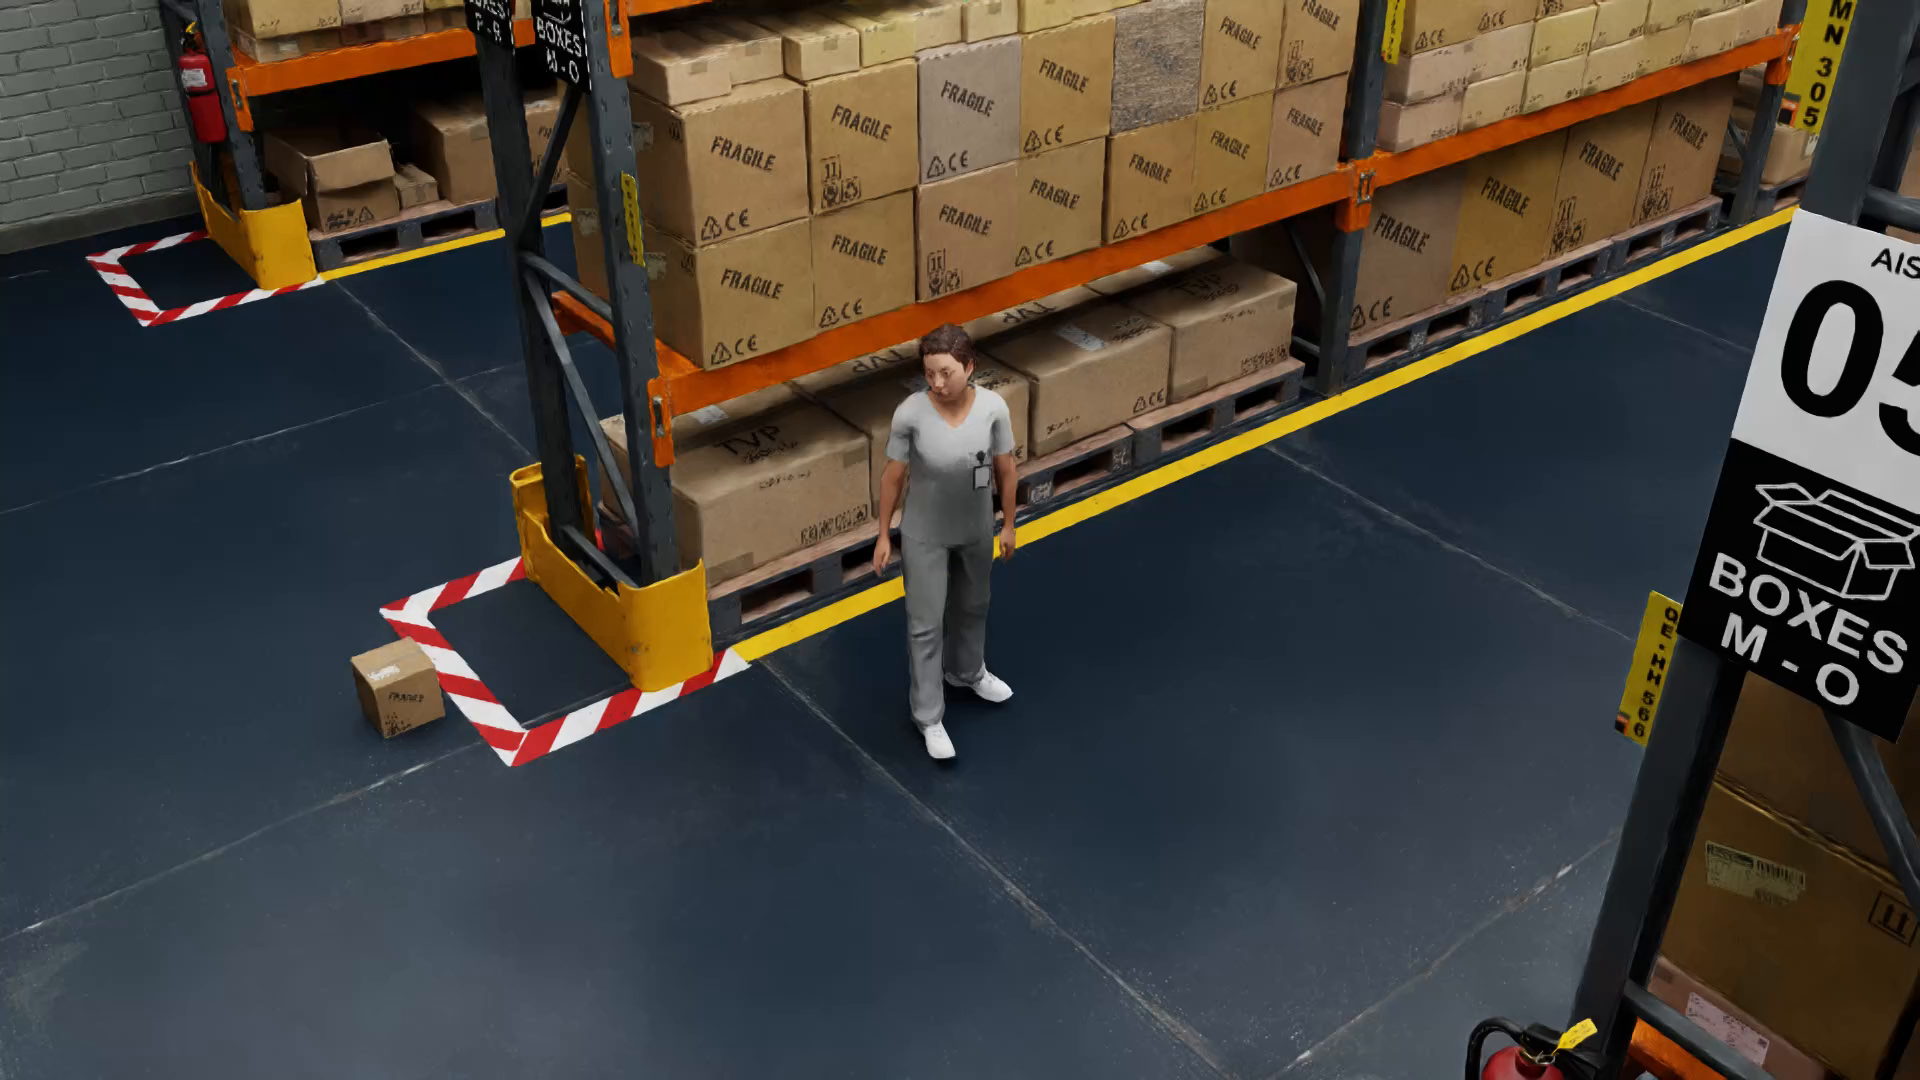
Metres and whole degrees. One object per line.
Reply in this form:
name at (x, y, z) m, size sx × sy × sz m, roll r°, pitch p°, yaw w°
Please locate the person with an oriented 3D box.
person at (-0.041, -0.003, 6.099) m, size 0.560 × 1.668 × 0.571 m, roll -9°, pitch 33°, yaw -14°
